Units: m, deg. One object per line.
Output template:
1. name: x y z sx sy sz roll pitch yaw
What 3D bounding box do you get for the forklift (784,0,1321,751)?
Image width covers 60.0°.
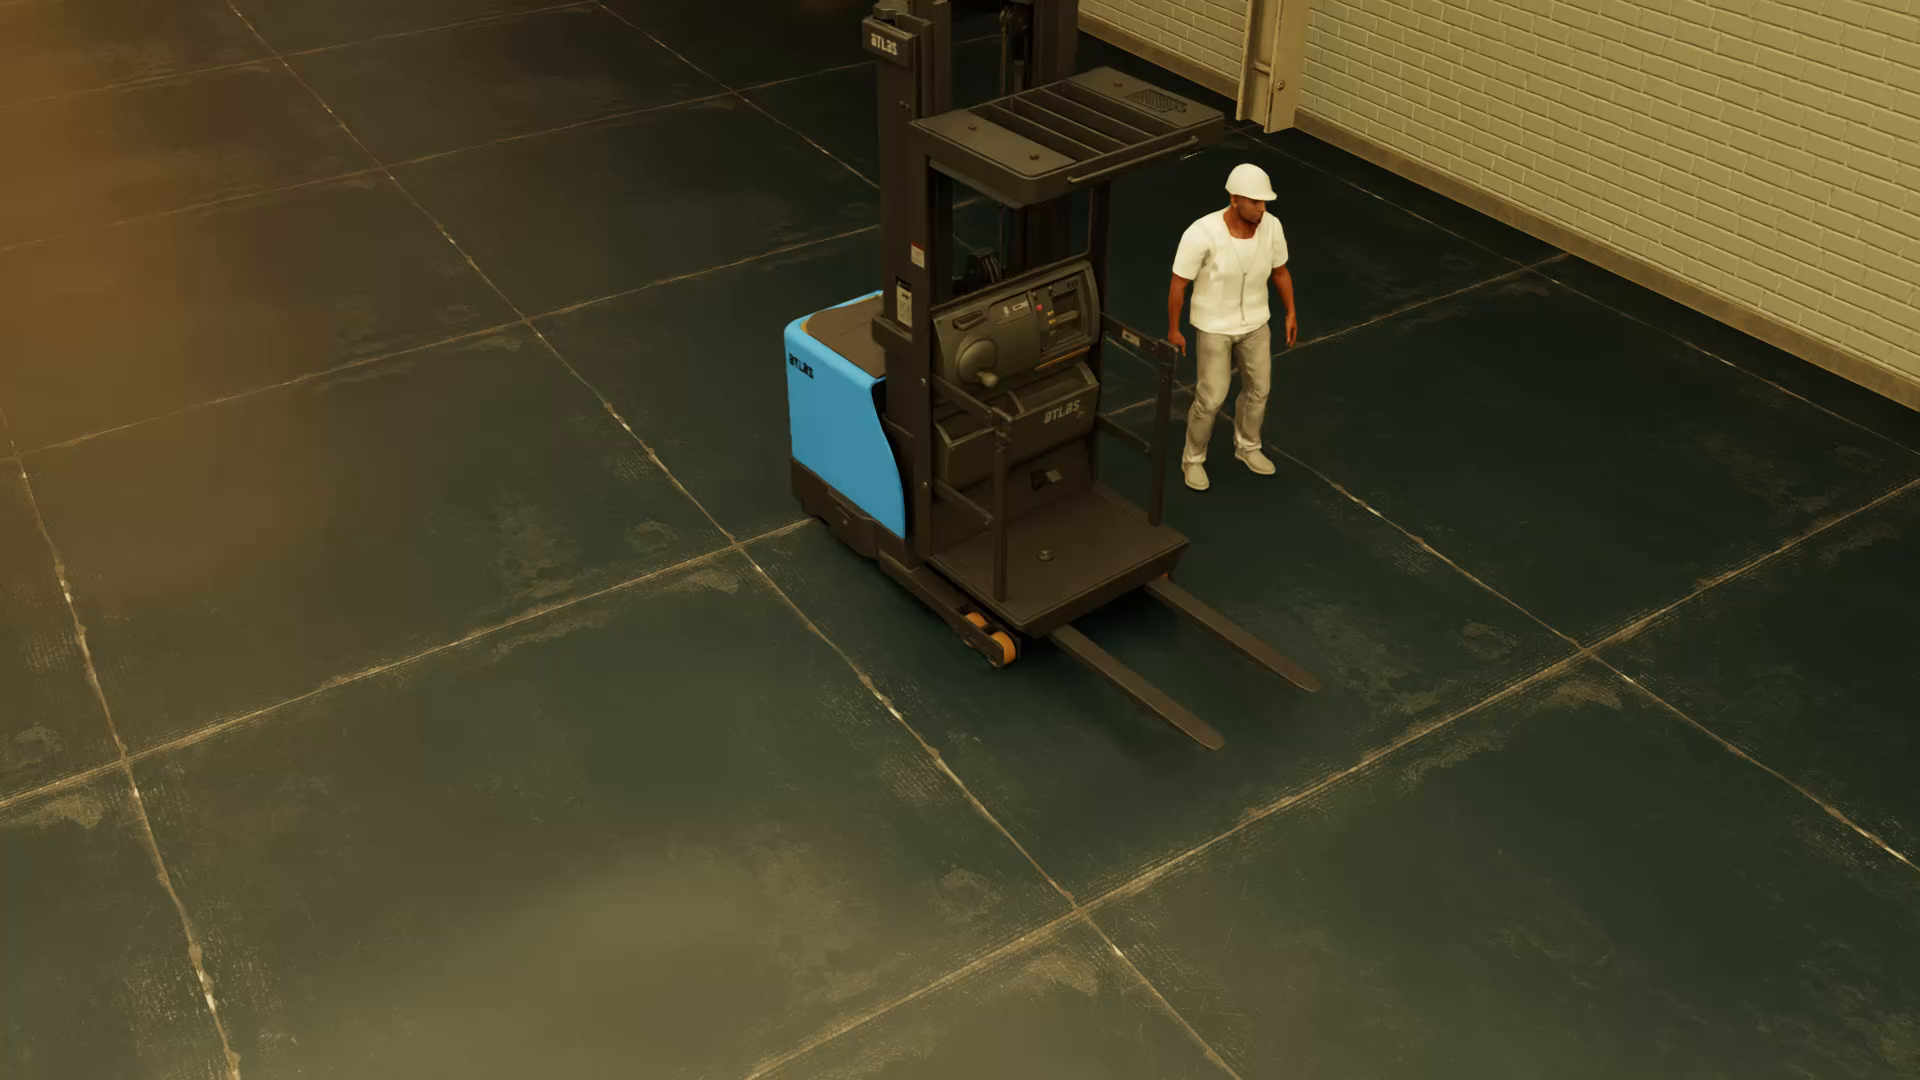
1. forklift: 0.402 -0.926 7.465 1.130 2.935 3.031 -25 42 -31

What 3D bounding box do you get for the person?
1. person: 1.448 -1.129 8.778 0.731 1.759 0.442 -12 37 -17
